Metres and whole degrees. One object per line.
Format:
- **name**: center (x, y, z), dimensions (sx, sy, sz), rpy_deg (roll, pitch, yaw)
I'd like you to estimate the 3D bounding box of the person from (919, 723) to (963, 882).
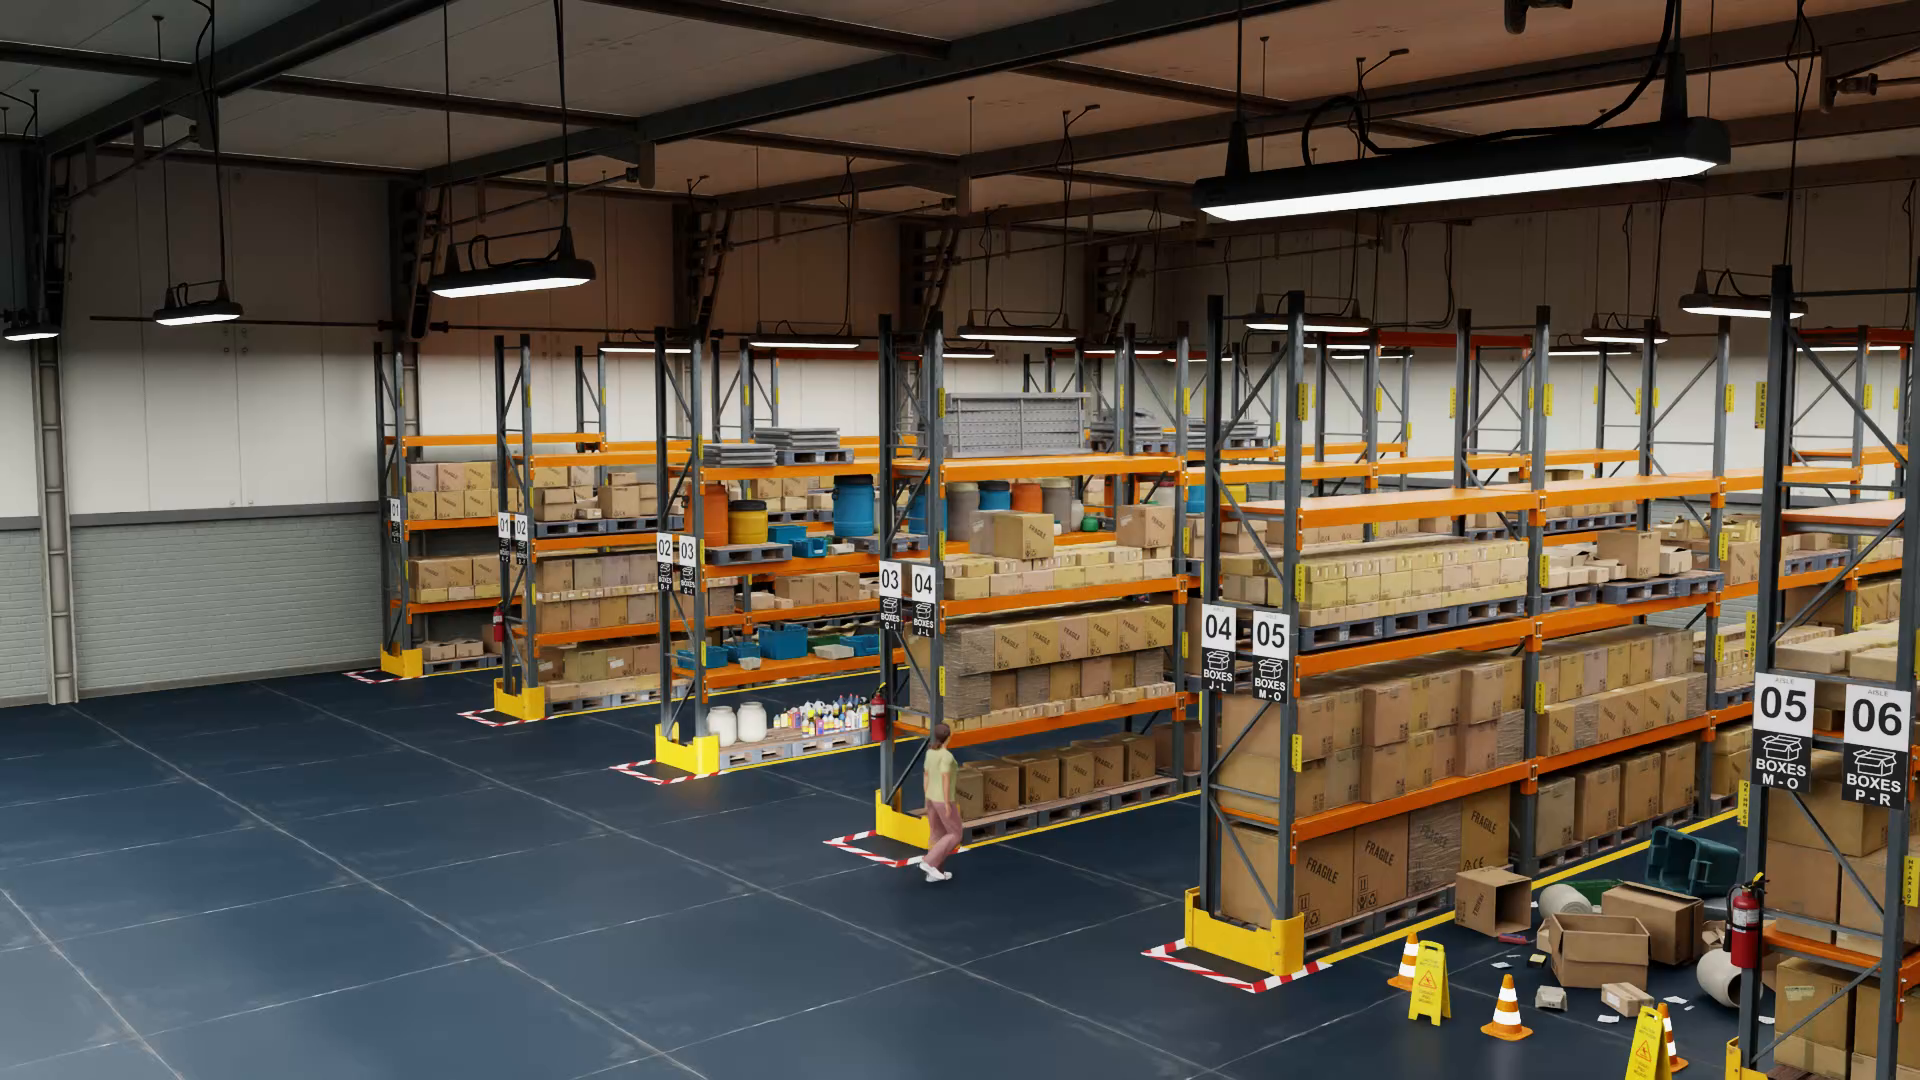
- **person**: center (-0.247, 2.753, 17.391), dimensions (0.479, 1.664, 0.503), rpy_deg (-3, 6, -29)
